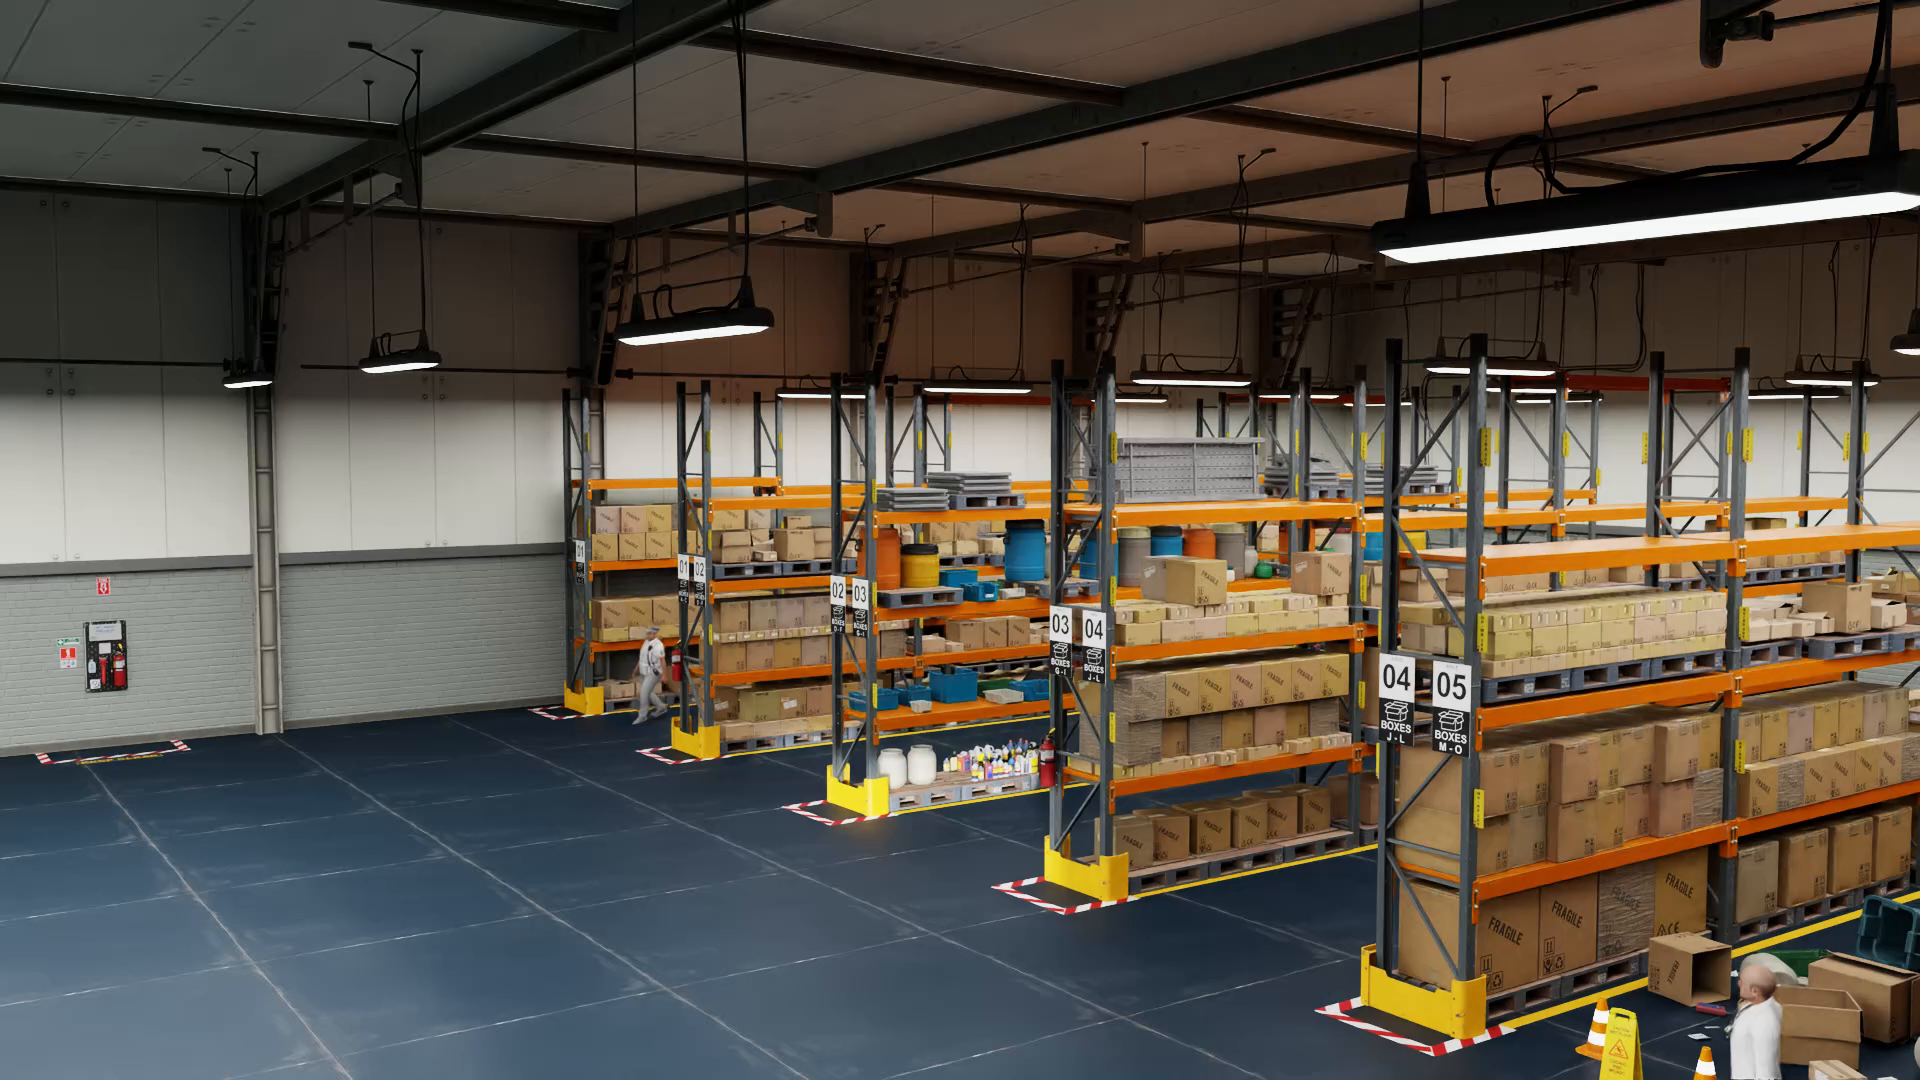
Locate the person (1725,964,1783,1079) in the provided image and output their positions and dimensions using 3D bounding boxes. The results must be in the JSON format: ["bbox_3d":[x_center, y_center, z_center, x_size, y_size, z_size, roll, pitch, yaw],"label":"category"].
[{"bbox_3d":[5.073,3.694,10.655,0.515,1.605,0.675,1,4,16],"label":"person"}]

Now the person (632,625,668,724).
[{"bbox_3d":[-5.548,2.402,29.848,0.786,1.772,0.624,-3,5,-43],"label":"person"}]

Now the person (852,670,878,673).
[{"bbox_3d":[-1.868,2.256,32.237,0.493,1.617,1.033,4,5,44],"label":"person"}]

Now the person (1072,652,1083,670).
[{"bbox_3d":[2.524,2.057,35.668,0.466,1.648,0.532,0,4,4],"label":"person"}]
